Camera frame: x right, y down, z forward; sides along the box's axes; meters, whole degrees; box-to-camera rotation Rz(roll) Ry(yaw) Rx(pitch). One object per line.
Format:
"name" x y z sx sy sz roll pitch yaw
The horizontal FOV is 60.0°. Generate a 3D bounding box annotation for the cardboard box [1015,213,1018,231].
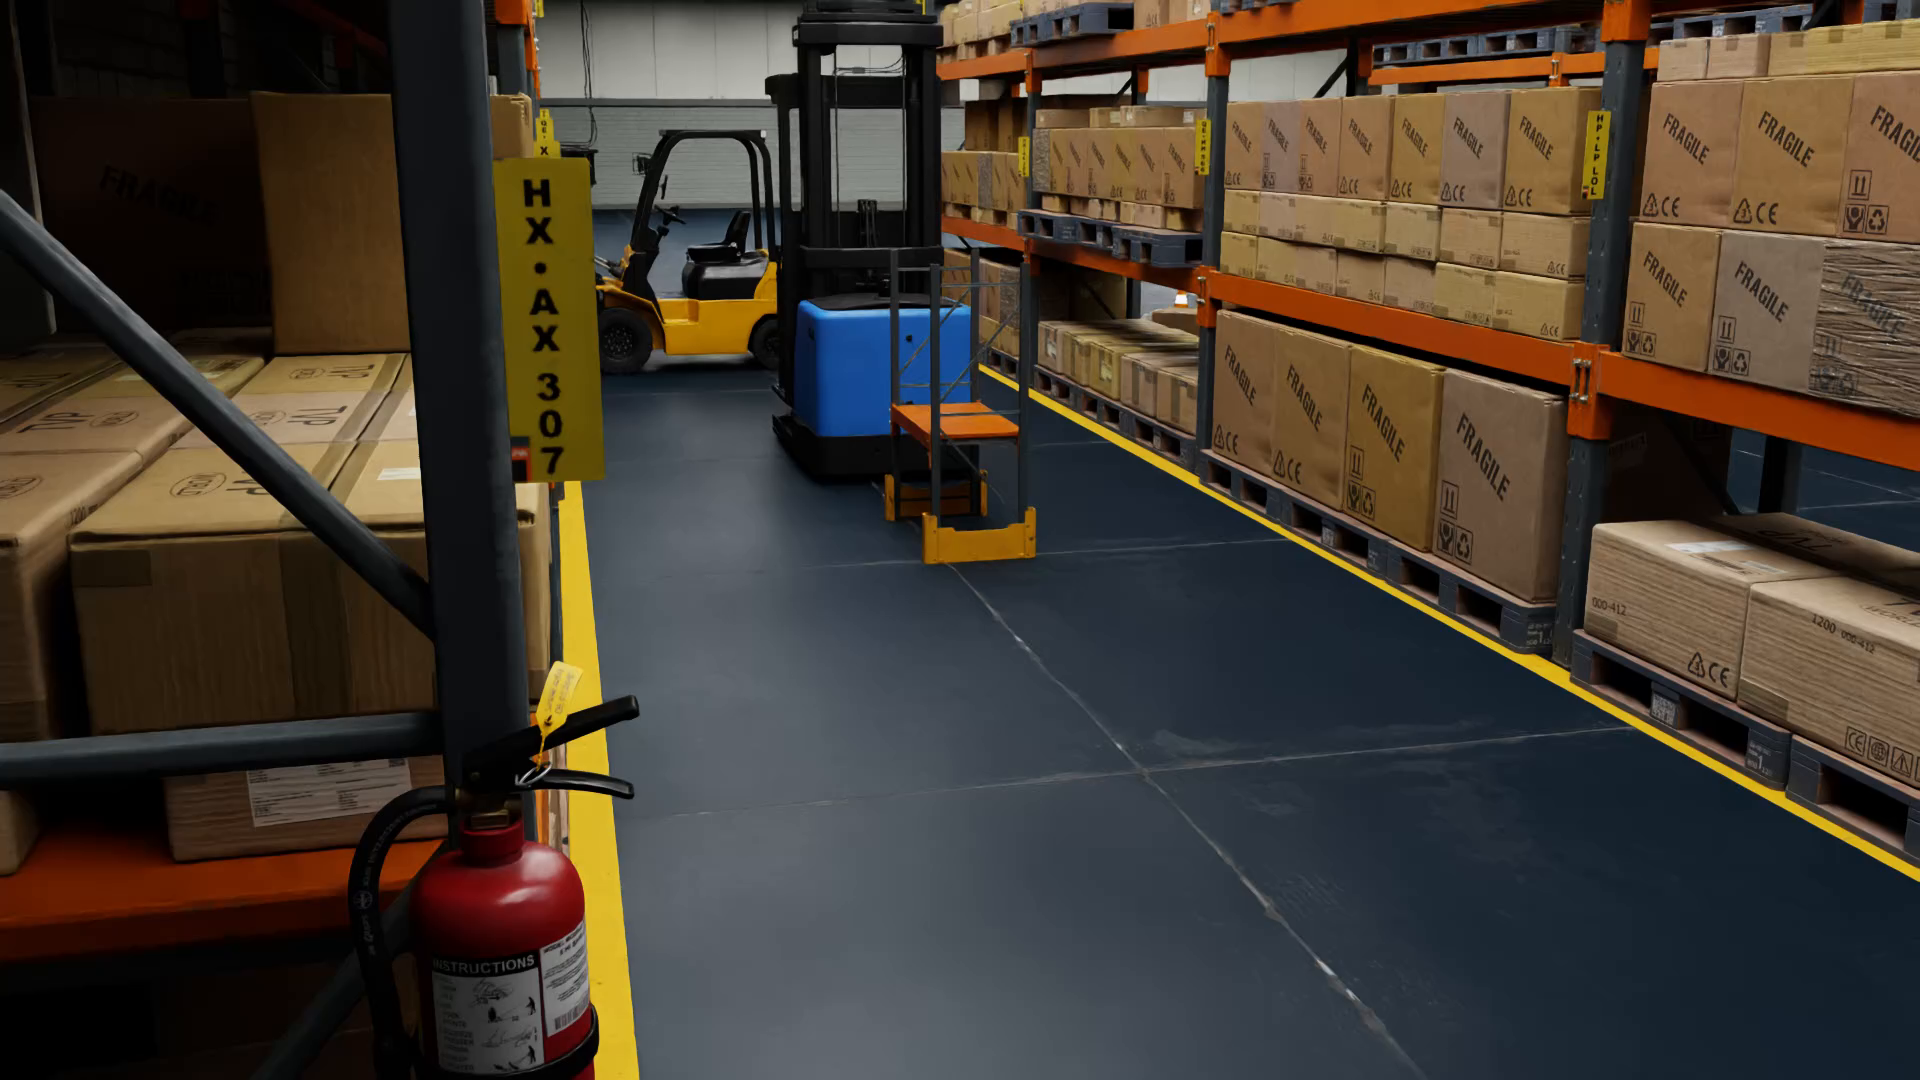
"cardboard box" 0.690 -2.748 14.386 0.380 0.149 0.250 -3 14 -14

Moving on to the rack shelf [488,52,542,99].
"rack shelf" -4.232 -4.105 14.604 1.077 0.370 4.000 -3 14 -13

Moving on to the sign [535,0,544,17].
"sign" -4.171 -5.334 16.422 0.100 0.325 0.005 -3 14 -13

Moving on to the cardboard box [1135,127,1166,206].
"cardboard box" 1.492 -2.496 11.100 0.500 0.500 0.500 -4 14 -14

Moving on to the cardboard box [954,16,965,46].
"cardboard box" 0.236 -4.899 16.030 0.500 0.250 0.500 -3 14 -12

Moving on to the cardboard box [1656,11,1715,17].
"cardboard box" 5.926 -4.362 13.576 0.380 0.149 0.250 -3 14 -13

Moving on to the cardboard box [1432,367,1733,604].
"cardboard box" 2.717 -0.278 7.338 0.875 0.875 0.875 -3 14 -11

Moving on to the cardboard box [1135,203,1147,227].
"cardboard box" 1.408 -2.207 11.285 0.380 0.149 0.250 -4 14 -16

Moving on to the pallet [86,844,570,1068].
"pallet" -1.433 1.105 3.960 1.003 0.211 1.213 -3 14 -13

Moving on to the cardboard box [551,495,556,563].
"cardboard box" -2.141 -0.162 7.651 0.500 0.500 0.500 -4 14 -15

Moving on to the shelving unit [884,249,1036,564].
"shelving unit" -0.018 -0.746 8.821 0.587 1.500 1.083 -3 14 -13

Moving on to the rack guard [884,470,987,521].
"rack guard" -0.135 -0.254 9.440 0.587 0.250 0.087 -3 14 -13

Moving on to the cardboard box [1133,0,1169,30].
"cardboard box" 1.615 -3.748 11.411 0.797 0.503 0.637 -3 14 -13

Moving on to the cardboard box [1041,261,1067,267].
"cardboard box" 1.049 -2.320 15.431 0.500 0.500 0.500 -3 14 -11

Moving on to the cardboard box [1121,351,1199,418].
"cardboard box" 1.697 -1.119 11.838 0.950 0.372 0.625 -4 14 -14

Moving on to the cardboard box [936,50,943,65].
"cardboard box" -0.115 -4.977 17.186 0.380 0.149 0.250 -3 14 -13

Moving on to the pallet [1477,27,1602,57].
"pallet" 5.668 -4.716 15.776 1.003 0.211 1.213 -3 14 -13

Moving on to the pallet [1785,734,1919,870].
"pallet" 3.333 0.849 5.009 1.003 0.211 1.213 -3 14 -13

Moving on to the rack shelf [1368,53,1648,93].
"rack shelf" 5.380 -4.682 16.965 1.077 0.370 4.000 -3 14 -13

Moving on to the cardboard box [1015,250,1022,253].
"cardboard box" 0.772 -2.974 16.743 0.380 0.149 0.250 -3 14 -12

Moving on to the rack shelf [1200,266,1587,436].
"rack shelf" 2.471 -1.080 8.542 1.077 0.370 4.000 -3 14 -13

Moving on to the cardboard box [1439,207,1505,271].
"cardboard box" 2.476 -1.341 7.358 0.500 0.250 0.500 -3 14 -12

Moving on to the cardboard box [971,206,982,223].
"cardboard box" 0.322 -3.101 15.828 0.380 0.149 0.250 -3 14 -13

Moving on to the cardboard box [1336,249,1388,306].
"cardboard box" 2.246 -1.338 8.401 0.500 0.250 0.500 -3 14 -13

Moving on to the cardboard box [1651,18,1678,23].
"cardboard box" 6.171 -4.595 14.317 0.500 0.250 0.500 -3 14 -13

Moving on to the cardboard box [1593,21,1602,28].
"cardboard box" 6.095 -4.803 15.380 0.380 0.149 0.250 -4 14 -14

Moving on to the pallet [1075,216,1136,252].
"pallet" 1.497 -2.252 12.228 1.003 0.211 1.213 -3 14 -13

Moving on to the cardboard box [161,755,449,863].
"cardboard box" -0.754 0.263 2.058 0.380 0.149 0.250 -3 14 -14

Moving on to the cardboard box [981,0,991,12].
"cardboard box" 0.405 -4.892 15.161 0.380 0.149 0.250 -3 14 -13

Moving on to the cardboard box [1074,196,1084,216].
"cardboard box" 1.095 -2.569 12.768 0.380 0.149 0.250 -3 14 -12

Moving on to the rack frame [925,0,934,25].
"rack frame" 0.122 -6.650 17.187 1.000 3.000 0.127 -3 14 -13

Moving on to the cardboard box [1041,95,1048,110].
"cardboard box" 1.071 -3.725 14.909 0.700 0.500 0.500 -3 14 -13

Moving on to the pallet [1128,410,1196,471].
"pallet" 1.819 -0.716 11.414 1.003 0.211 1.213 -3 14 -13

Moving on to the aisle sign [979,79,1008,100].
"aisle sign" 0.390 -5.029 17.715 0.394 0.787 0.004 -3 14 -13

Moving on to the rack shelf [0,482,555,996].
"rack shelf" -1.414 0.121 3.629 1.077 0.370 4.000 -3 14 -13

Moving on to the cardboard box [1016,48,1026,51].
"cardboard box" 0.691 -4.204 14.025 0.380 0.149 0.250 -3 14 -13

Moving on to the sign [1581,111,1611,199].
"sign" 2.416 -1.459 6.307 0.100 0.325 0.005 -3 14 -13

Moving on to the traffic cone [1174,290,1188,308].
"traffic cone" 2.476 -2.617 18.663 0.336 0.463 0.334 -3 14 -13

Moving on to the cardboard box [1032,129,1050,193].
"cardboard box" 0.893 -3.086 13.517 0.500 0.500 0.500 -3 14 -12

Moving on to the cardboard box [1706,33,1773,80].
"cardboard box" 2.838 -1.672 5.765 0.380 0.149 0.250 -3 14 -12

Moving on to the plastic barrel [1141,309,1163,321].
"plastic barrel" 2.079 -2.092 16.600 0.512 0.421 0.421 7 15 26

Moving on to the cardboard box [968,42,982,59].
"cardboard box" 0.293 -4.620 15.727 0.380 0.149 0.250 -4 14 -15

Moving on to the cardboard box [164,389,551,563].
"cardboard box" -0.907 -0.075 2.604 0.500 0.250 0.500 -3 14 -13

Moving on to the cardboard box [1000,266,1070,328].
"cardboard box" 0.662 -2.167 14.807 0.500 0.500 0.500 -3 14 -14

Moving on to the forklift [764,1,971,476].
"forklift" -0.725 -2.128 11.463 1.130 2.935 3.031 -3 14 -13

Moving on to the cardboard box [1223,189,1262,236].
"cardboard box" 1.880 -1.930 9.769 0.500 0.250 0.500 -3 14 -14

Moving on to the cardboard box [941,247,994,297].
"cardboard box" 0.049 -2.762 17.240 0.500 0.500 0.500 -4 14 -15

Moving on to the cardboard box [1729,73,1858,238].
"cardboard box" 2.930 -1.262 5.454 0.500 0.500 0.500 -3 14 -14

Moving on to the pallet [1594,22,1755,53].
"pallet" 6.113 -4.268 14.159 0.805 0.209 1.217 -4 14 -15

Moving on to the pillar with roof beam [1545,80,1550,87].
"pillar with roof beam" 13.975 -14.599 49.720 9.100 9.000 0.548 -3 14 -13

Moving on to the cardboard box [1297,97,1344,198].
"cardboard box" 2.112 -2.063 8.735 0.500 0.500 0.500 -3 14 -12

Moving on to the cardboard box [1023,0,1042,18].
"cardboard box" 0.809 -4.244 13.091 0.500 0.250 0.500 -4 14 -15

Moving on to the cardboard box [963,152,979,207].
"cardboard box" 0.337 -3.451 15.894 0.500 0.500 0.500 -4 14 -14

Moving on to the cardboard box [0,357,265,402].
"cardboard box" -1.541 -0.164 2.967 0.500 0.250 0.500 -3 14 -11
